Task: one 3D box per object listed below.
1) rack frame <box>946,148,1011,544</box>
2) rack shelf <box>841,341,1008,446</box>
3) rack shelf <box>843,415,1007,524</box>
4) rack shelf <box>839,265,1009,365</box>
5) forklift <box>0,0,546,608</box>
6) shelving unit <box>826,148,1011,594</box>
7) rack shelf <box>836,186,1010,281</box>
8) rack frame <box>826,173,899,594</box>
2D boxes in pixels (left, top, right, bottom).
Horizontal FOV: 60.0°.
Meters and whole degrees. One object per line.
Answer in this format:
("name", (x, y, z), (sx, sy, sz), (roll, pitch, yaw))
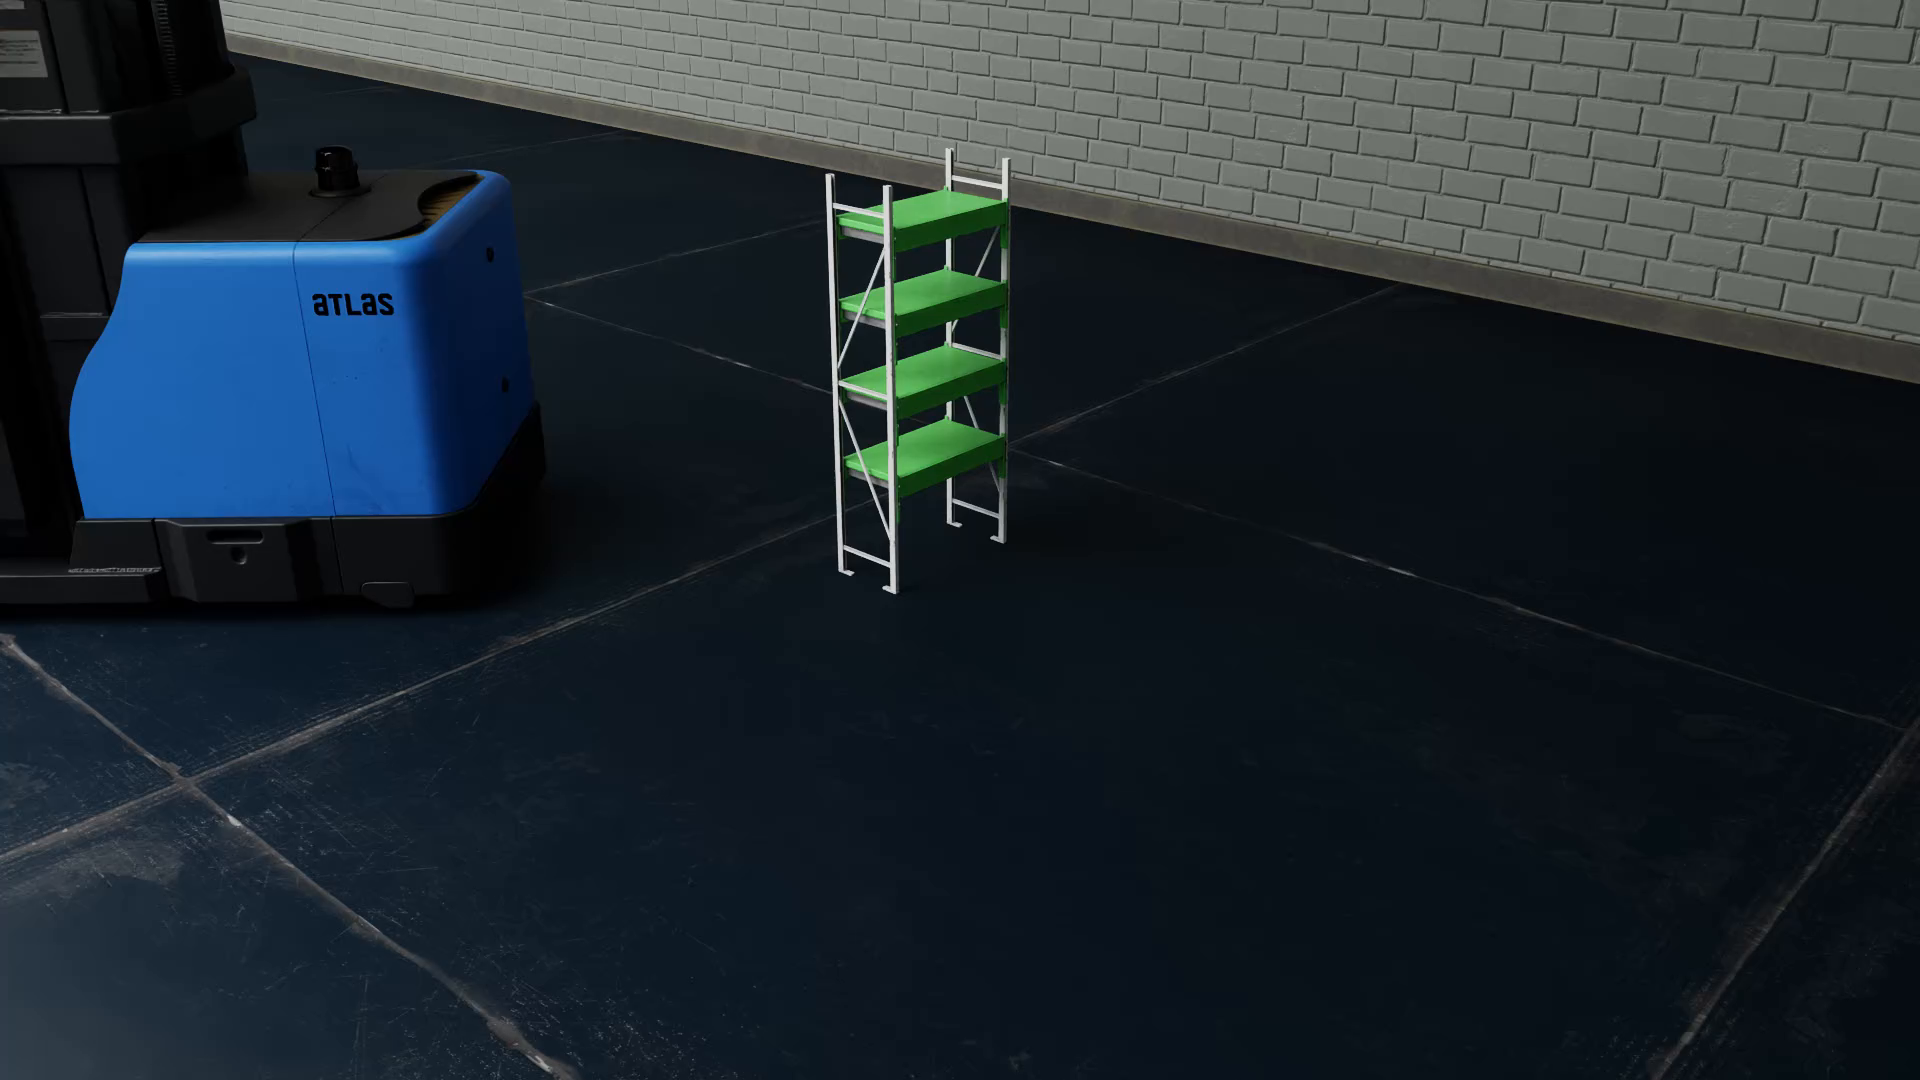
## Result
("rack frame", (0.052, -0.571, 5.058), (0.240, 1.200, 0.015), (20, 31, 38))
("rack shelf", (-0.110, -0.439, 4.918), (0.258, 0.148, 0.480), (20, 31, 38))
("rack shelf", (-0.110, -0.220, 5.016), (0.258, 0.148, 0.480), (20, 31, 38))
("rack shelf", (-0.110, -0.658, 4.820), (0.258, 0.148, 0.480), (20, 31, 38))
("forklift", (-2.897, -1.317, 4.604), (3.031, 2.935, 1.130), (-1, 24, -1))
("shelving unit", (-0.110, -0.497, 4.892), (0.258, 1.200, 0.503), (20, 31, 38))
("rack shelf", (-0.110, -0.877, 4.722), (0.258, 0.148, 0.480), (20, 31, 38))
("rack frame", (-0.273, -0.423, 4.726), (0.240, 1.200, 0.015), (20, 31, 38))
